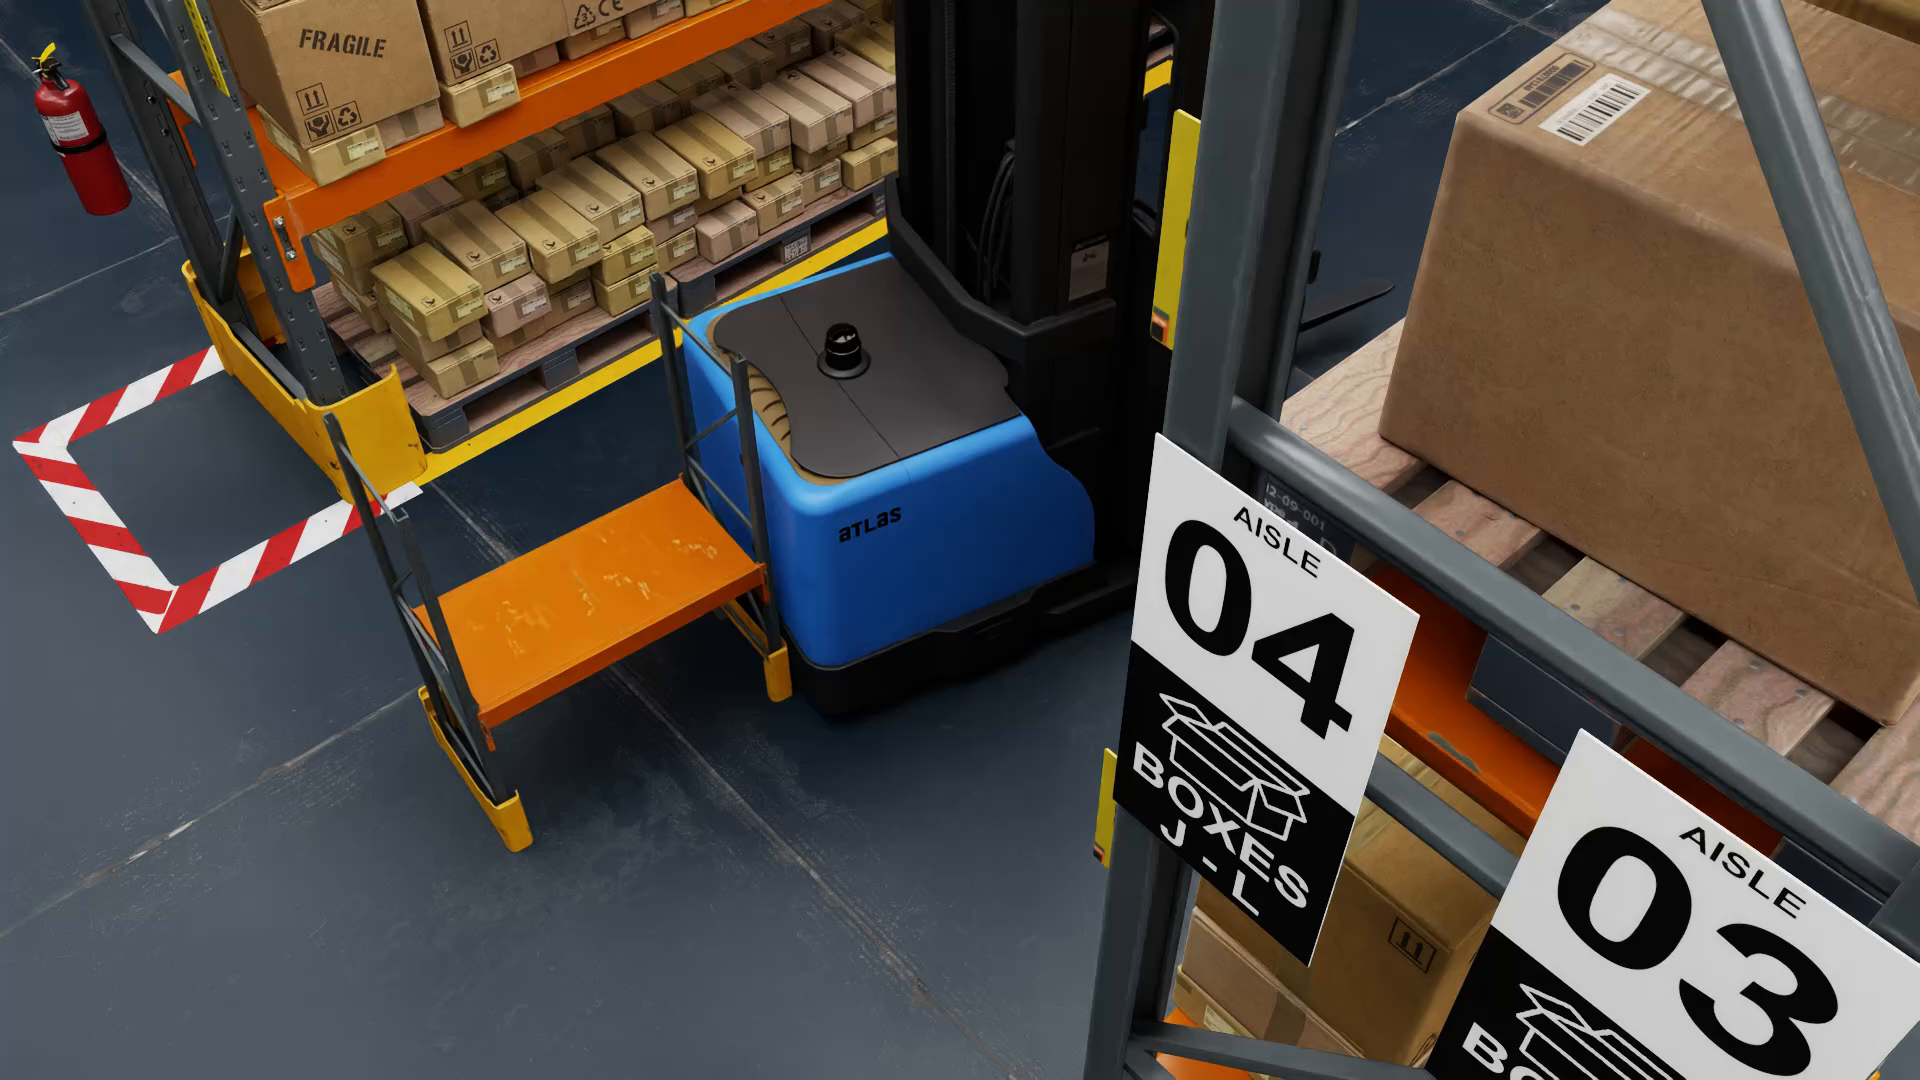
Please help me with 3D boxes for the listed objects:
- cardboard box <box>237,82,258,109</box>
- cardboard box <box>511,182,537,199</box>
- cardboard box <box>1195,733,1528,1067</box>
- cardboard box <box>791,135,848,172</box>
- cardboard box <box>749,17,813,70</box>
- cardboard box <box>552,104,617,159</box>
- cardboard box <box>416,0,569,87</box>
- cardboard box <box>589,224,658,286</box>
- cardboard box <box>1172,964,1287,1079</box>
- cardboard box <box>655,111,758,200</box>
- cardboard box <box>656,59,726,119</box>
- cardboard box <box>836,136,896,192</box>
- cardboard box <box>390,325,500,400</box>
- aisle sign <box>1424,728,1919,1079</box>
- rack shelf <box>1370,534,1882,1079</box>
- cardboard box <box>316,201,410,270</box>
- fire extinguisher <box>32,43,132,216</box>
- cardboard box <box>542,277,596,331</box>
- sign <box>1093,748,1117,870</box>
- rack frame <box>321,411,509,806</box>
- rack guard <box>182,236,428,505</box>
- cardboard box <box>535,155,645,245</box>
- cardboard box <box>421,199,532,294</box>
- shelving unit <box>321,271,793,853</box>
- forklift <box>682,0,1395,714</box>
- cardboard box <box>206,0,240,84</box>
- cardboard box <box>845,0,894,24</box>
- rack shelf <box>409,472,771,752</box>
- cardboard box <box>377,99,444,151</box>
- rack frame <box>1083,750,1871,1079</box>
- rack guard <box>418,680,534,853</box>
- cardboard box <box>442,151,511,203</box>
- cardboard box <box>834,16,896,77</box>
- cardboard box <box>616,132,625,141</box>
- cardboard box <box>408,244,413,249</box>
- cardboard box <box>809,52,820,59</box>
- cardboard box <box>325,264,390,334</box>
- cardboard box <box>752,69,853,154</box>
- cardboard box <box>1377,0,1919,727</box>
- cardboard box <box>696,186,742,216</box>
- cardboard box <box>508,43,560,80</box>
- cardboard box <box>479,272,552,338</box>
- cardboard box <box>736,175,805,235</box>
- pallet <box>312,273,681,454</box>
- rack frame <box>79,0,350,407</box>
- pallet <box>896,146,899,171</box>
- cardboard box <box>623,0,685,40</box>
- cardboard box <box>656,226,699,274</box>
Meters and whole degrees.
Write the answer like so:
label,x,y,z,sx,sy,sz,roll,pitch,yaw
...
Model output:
label,x,y,z,sx,sy,sz,roll,pitch,yaw
cardboard box,-2.584,-1.724,5.970,0.250,0.149,0.380,-34,56,-27
cardboard box,-1.785,-1.522,7.065,0.250,0.149,0.380,-34,56,-28
cardboard box,0.811,0.565,3.077,0.500,0.500,0.500,-33,55,-27
cardboard box,-0.712,-1.808,7.329,0.380,0.149,0.250,36,57,29
cardboard box,-0.888,-2.313,7.592,0.250,0.149,0.380,-33,55,-26
cardboard box,-1.688,-1.818,7.136,0.250,0.149,0.380,-32,55,-26
cardboard box,-1.738,-1.979,5.765,0.500,0.500,0.500,-34,56,-27
cardboard box,-1.450,-1.232,6.797,0.250,0.149,0.380,-32,55,-26
cardboard box,0.669,0.983,3.473,0.250,0.149,0.380,-33,55,-27
cardboard box,-1.058,-1.607,6.941,0.250,0.149,0.380,-33,55,-27
cardboard box,-1.243,-2.033,7.334,0.250,0.149,0.380,-33,56,-27
cardboard box,-0.502,-1.756,7.484,0.250,0.149,0.380,-34,56,-27
cardboard box,-2.032,-0.755,6.559,0.250,0.149,0.380,-33,55,-26
aisle sign,0.776,0.570,1.914,0.004,0.787,0.394,-34,56,-27
rack shelf,2.107,-0.509,3.127,4.000,0.370,1.077,-34,56,-27
cardboard box,-2.414,-1.271,6.631,0.250,0.149,0.380,-33,55,-27
fire extinguisher,-3.132,-1.468,5.870,0.183,0.674,0.296,-34,56,-27
cardboard box,-1.714,-1.055,6.837,0.250,0.149,0.380,-33,55,-27
sign,0.272,0.478,2.819,0.005,0.325,0.100,-34,56,-27
rack frame,-1.576,0.309,4.944,0.032,1.500,0.500,-29,54,-24
rack guard,-2.579,-0.684,6.541,0.348,0.500,1.175,-34,56,-27
cardboard box,-1.495,-1.370,6.722,0.380,0.149,0.250,36,57,29
cardboard box,-1.896,-1.147,6.517,0.250,0.149,0.380,-33,55,-27
shelving unit,-1.177,0.088,5.148,1.083,1.500,0.587,-29,54,-24
forklift,0.614,-1.198,5.361,3.031,2.935,1.130,-22,51,-19
cardboard box,-2.476,-1.991,5.776,0.500,0.500,0.500,-33,55,-26
cardboard box,-0.467,-2.536,7.798,0.250,0.149,0.380,-34,56,-28
rack shelf,-1.170,0.206,5.284,1.000,0.185,0.538,-29,54,-24
cardboard box,-2.014,-1.539,5.800,0.250,0.149,0.380,-32,55,-26
rack frame,0.627,1.253,3.053,0.127,3.000,1.000,-34,56,-27
rack guard,-1.575,0.732,5.404,0.087,0.250,0.587,-29,54,-24
cardboard box,-2.083,-1.561,6.899,0.250,0.149,0.380,-35,56,-28
cardboard box,-0.350,-2.171,7.461,0.250,0.149,0.380,-32,55,-26
cardboard box,-1.477,-1.824,7.344,0.250,0.149,0.380,-31,55,-25
cardboard box,-2.207,-1.287,6.848,0.250,0.149,0.380,-35,56,-28
cardboard box,-0.644,-2.297,7.780,0.380,0.149,0.250,36,57,29
cardboard box,-2.386,-1.043,6.826,0.250,0.149,0.380,-33,55,-27
cardboard box,-0.679,-1.847,7.162,0.250,0.149,0.380,-36,57,-28
cardboard box,0.976,-0.261,1.987,0.700,0.500,0.500,36,57,28
cardboard box,-1.144,-1.571,7.110,0.250,0.149,0.380,-31,54,-25
cardboard box,-1.680,-1.846,6.083,0.250,0.149,0.380,-31,55,-26
cardboard box,-1.834,-0.995,6.579,0.250,0.149,0.380,-34,56,-27
cardboard box,-0.896,-1.527,7.272,0.250,0.149,0.380,-34,56,-27
pallet,-1.954,-0.968,7.000,1.213,0.211,1.003,-34,56,-27
rack frame,-2.635,-1.494,5.588,0.127,3.000,1.000,-34,56,-27
pallet,-0.149,-2.175,8.113,1.213,0.211,1.003,-34,56,-27
cardboard box,-1.261,-2.073,6.293,0.250,0.149,0.380,-35,56,-28
cardboard box,-1.327,-1.300,7.062,0.250,0.149,0.380,-34,56,-27
